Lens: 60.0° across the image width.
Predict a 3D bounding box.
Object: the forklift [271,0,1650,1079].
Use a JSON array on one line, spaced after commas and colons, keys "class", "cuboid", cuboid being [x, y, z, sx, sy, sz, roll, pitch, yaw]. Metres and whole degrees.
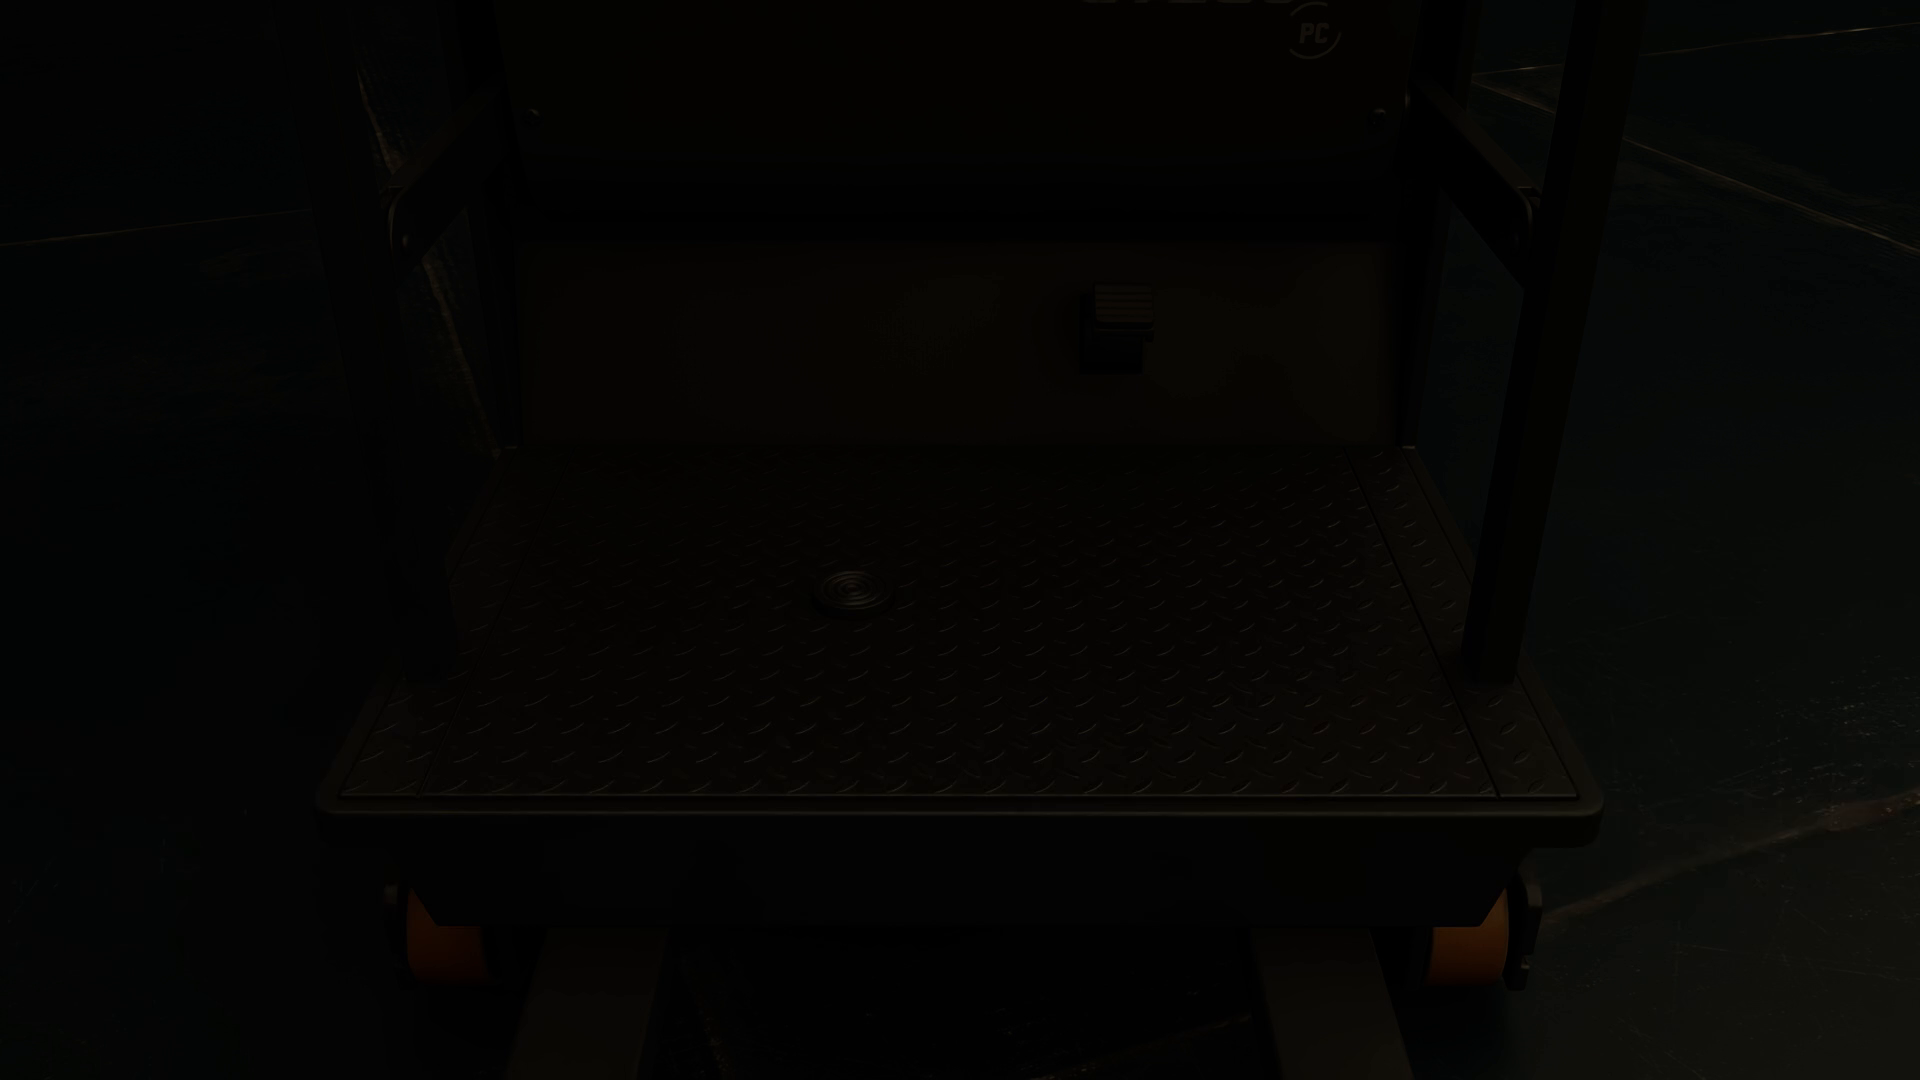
[{"class": "forklift", "cuboid": [-0.001, -0.972, 1.244, 1.130, 2.935, 3.031, 0, 30, 0]}]
